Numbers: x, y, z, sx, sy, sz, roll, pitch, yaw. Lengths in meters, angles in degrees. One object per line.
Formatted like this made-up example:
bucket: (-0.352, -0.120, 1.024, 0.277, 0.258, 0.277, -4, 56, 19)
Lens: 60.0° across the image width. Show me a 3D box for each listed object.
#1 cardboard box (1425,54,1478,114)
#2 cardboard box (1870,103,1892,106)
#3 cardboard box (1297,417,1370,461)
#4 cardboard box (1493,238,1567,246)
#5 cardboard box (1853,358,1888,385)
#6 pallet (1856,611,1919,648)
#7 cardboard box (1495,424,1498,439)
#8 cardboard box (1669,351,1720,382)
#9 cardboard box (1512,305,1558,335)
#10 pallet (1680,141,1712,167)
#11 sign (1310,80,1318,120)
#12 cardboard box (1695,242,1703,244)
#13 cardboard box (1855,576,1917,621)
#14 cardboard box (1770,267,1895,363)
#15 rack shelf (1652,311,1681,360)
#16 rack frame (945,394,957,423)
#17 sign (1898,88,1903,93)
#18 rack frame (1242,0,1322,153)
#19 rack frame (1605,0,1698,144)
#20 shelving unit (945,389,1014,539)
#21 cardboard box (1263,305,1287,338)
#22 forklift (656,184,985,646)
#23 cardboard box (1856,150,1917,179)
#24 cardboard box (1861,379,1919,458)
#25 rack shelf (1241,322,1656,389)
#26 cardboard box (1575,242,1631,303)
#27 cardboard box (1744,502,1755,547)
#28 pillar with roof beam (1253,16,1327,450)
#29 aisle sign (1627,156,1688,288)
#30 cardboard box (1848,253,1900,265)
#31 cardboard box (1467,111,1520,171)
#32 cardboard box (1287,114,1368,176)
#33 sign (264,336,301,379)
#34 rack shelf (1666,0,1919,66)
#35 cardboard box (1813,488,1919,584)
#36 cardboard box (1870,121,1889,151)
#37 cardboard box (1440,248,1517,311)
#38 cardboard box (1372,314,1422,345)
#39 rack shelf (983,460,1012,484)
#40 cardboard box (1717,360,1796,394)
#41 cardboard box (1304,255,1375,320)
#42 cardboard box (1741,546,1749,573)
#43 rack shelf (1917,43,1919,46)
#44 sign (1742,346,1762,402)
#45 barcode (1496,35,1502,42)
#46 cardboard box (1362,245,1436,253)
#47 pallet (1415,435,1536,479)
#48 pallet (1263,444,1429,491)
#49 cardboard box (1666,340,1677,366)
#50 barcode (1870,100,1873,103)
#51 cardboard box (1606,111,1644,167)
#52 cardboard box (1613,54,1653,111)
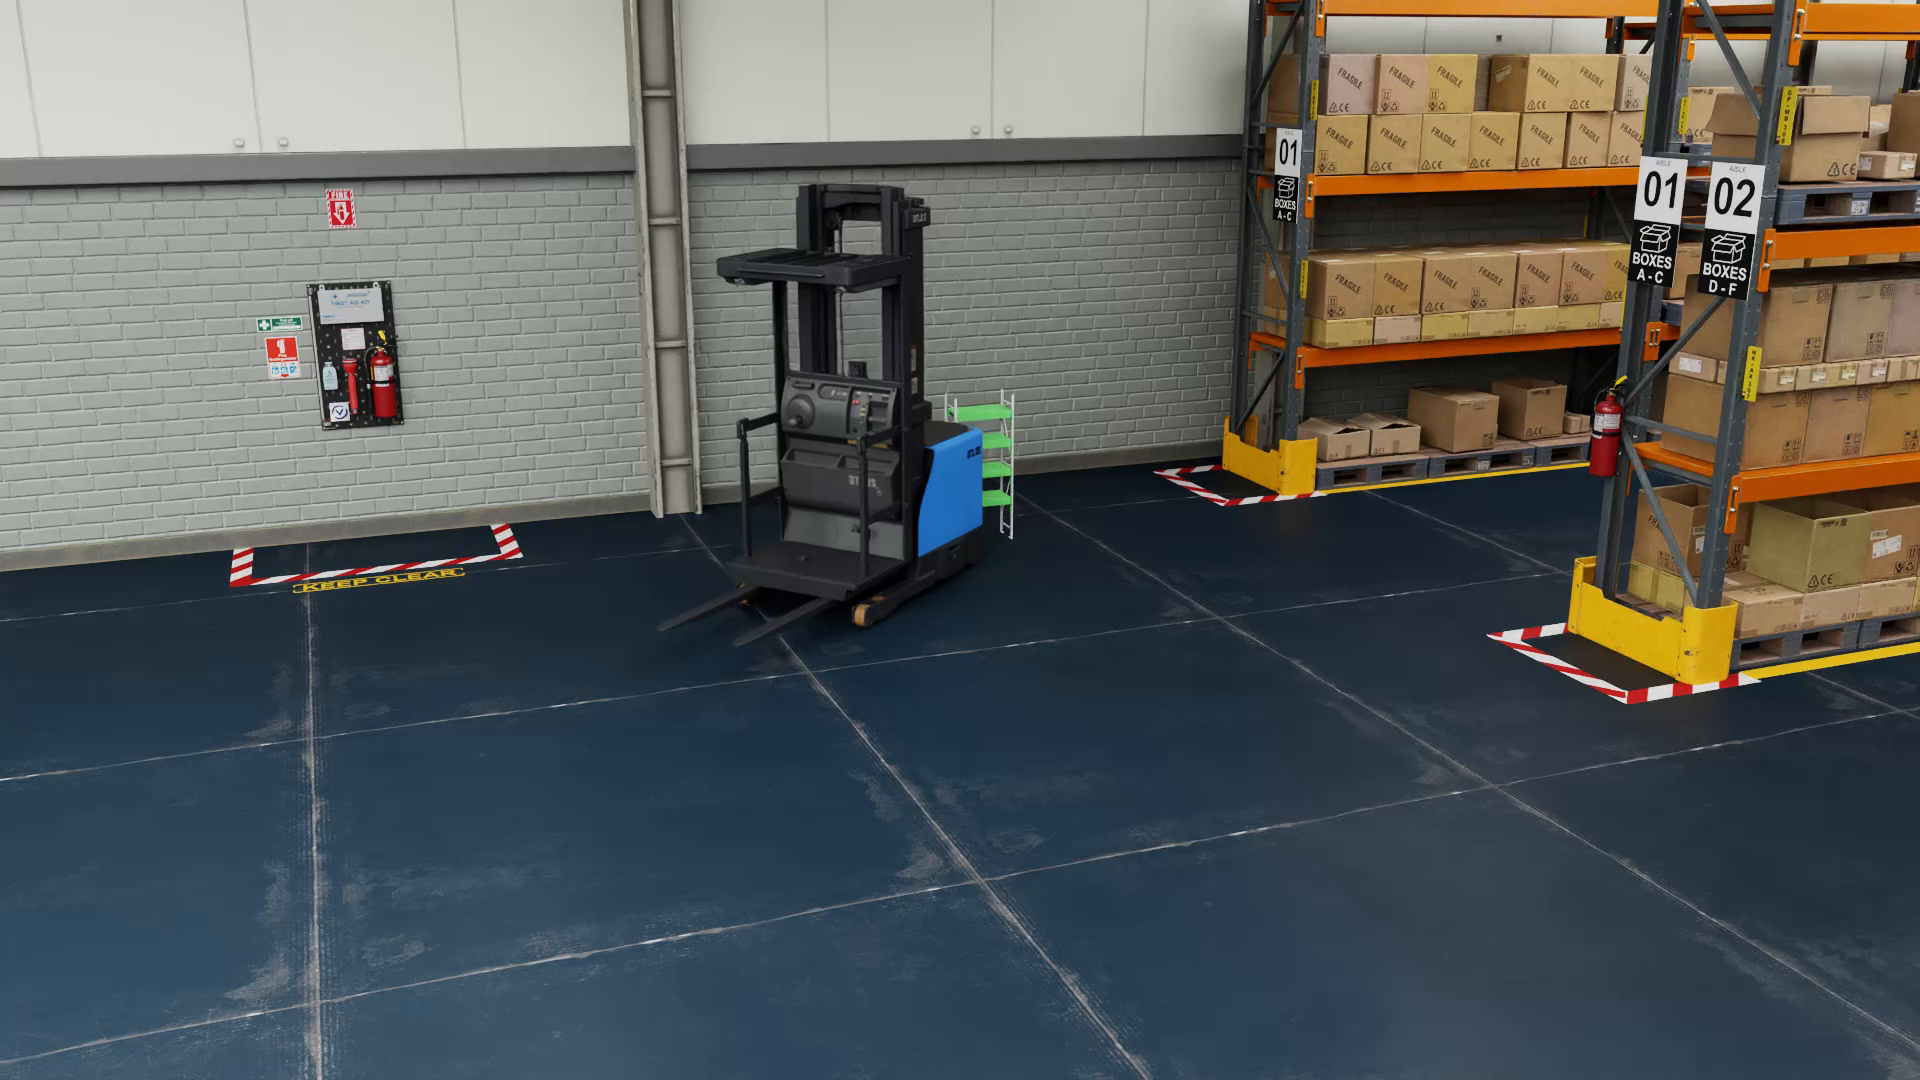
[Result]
cardboard box: (4.201, -4.039, 14.719, 0.500, 0.500, 0.500, -6, 17, -19)
cardboard box: (9.509, -4.287, 17.338, 0.500, 0.500, 0.500, -6, 17, -20)
cardboard box: (3.472, -0.963, 15.546, 0.500, 0.311, 0.500, -8, 18, -26)
cardboard box: (5.531, -2.653, 16.209, 0.500, 0.500, 0.500, -6, 17, -20)
cardboard box: (5.729, -1.112, 10.733, 0.250, 0.149, 0.380, -6, 18, -21)
pallet: (6.406, 0.435, 11.743, 1.213, 0.211, 1.003, -6, 17, -20)
cardboard box: (5.028, -1.087, 16.254, 0.250, 0.149, 0.380, -8, 18, -25)
cardboard box: (4.858, -1.141, 10.831, 0.250, 0.149, 0.380, -6, 18, -21)
cardboard box: (5.263, -2.107, 15.679, 0.500, 0.250, 0.500, -6, 17, -20)
pallet: (7.143, -3.783, 16.166, 1.003, 0.211, 1.213, -6, 17, -20)
sign: (2.988, -3.712, 14.040, 0.005, 0.325, 0.100, -6, 17, -20)
cardboard box: (7.541, -2.755, 16.699, 0.500, 0.500, 0.700, -4, 17, -14)
cardboard box: (6.083, 0.327, 11.294, 0.500, 0.250, 0.500, -6, 17, -20)
cardboard box: (5.549, -1.467, 10.790, 0.500, 0.500, 0.700, -7, 18, -22)
rack shelf: (8.396, -2.256, 17.233, 4.000, 0.370, 1.077, -6, 17, -20)
rack frame: (-0.073, -0.568, 13.402, 0.015, 1.200, 0.240, -6, 17, -20)
sign: (10.073, -4.675, 17.812, 0.005, 0.325, 0.100, -6, 17, -20)
rack frame: (2.794, -4.875, 14.227, 0.127, 3.000, 1.000, -6, 17, -20)
rack frame: (6.529, -5.278, 15.600, 0.127, 3.000, 1.000, -6, 17, -20)
shelving unit: (0.155, -0.592, 13.486, 0.503, 1.200, 0.258, -6, 17, -20)
cardboard box: (3.161, -2.032, 15.424, 0.500, 0.250, 0.500, -6, 17, -19)
forklift: (-0.960, -0.942, 11.606, 1.130, 2.935, 3.031, 9, 19, 27)
cardboard box: (5.731, -2.353, 10.415, 0.250, 0.149, 0.380, -6, 17, -20)
cardboard box: (5.965, -0.888, 11.120, 0.500, 0.500, 0.700, -6, 17, -20)
rack shelf: (4.661, -1.853, 15.860, 4.000, 0.370, 1.077, -6, 17, -20)
cardboard box: (6.198, -2.568, 15.919, 0.500, 0.500, 0.500, -6, 17, -20)
cardboard box: (5.892, -0.172, 11.665, 0.500, 0.500, 0.500, -6, 17, -20)
pillar with roof beam: (4.678, -4.040, 11.385, 0.400, 9.000, 9.100, -6, 17, -20)
aisle sign: (4.403, -2.011, 10.509, 0.004, 0.787, 0.394, -6, 17, -20)
cardboard box: (9.316, -2.948, 17.356, 0.500, 0.500, 0.700, -8, 18, -25)
cardboard box: (4.686, -3.619, 15.060, 0.500, 0.500, 0.500, -5, 17, -17)
cardboard box: (3.195, -3.461, 14.523, 0.500, 0.500, 0.500, -6, 17, -19)
sign: (-5.339, -1.439, 13.111, 0.234, 0.329, 0.001, -6, 17, -20)
rack shelf: (6.437, -3.236, 10.634, 4.000, 0.370, 1.077, -6, 17, -20)
cardboard box: (6.079, -0.035, 11.199, 0.500, 0.500, 0.500, -6, 17, -20)
cardboard box: (6.070, -2.600, 10.968, 0.500, 0.311, 0.500, -4, 17, -14)
cardboard box: (4.775, -2.415, 15.400, 0.500, 0.500, 0.500, -6, 17, -18)
cardboard box: (3.843, -1.956, 15.164, 0.500, 0.250, 0.500, -7, 18, -22)
rack shelf: (0.155, -0.531, 13.504, 0.480, 0.148, 0.258, -6, 17, -20)
cardboard box: (5.013, -1.035, 10.471, 0.250, 0.149, 0.380, -6, 18, -20)
cardboard box: (3.347, -2.263, 14.879, 0.500, 0.500, 0.500, -6, 17, -20)
cardboard box: (5.427, 0.239, 11.594, 0.500, 0.250, 0.500, -6, 17, -20)
rack shelf: (12.132, -5.346, 17.818, 4.000, 0.370, 1.077, -6, 17, -20)
sign: (4.763, -1.000, 10.002, 0.005, 0.325, 0.100, -6, 17, -20)
barcode: (5.077, -4.723, 15.663, 0.075, 0.075, 0.001, -6, 17, -20)
cardboard box: (4.113, -2.498, 15.682, 0.500, 0.500, 0.500, -7, 18, -22)
pallet: (4.773, -0.860, 16.153, 1.213, 0.211, 1.003, -6, 17, -20)
pallet: (3.636, -0.738, 15.738, 1.213, 0.211, 1.003, -6, 17, -20)
cardboard box: (7.620, -1.895, 17.052, 0.500, 0.250, 0.500, -7, 18, -21)
barcode: (9.687, -4.644, 17.701, 0.075, 0.075, 0.001, -6, 17, -20)
cardboard box: (6.143, -3.780, 15.610, 0.500, 0.500, 0.500, -6, 17, -19)
cardboard box: (6.158, -4.254, 15.450, 0.500, 0.500, 0.500, -8, 18, -25)
